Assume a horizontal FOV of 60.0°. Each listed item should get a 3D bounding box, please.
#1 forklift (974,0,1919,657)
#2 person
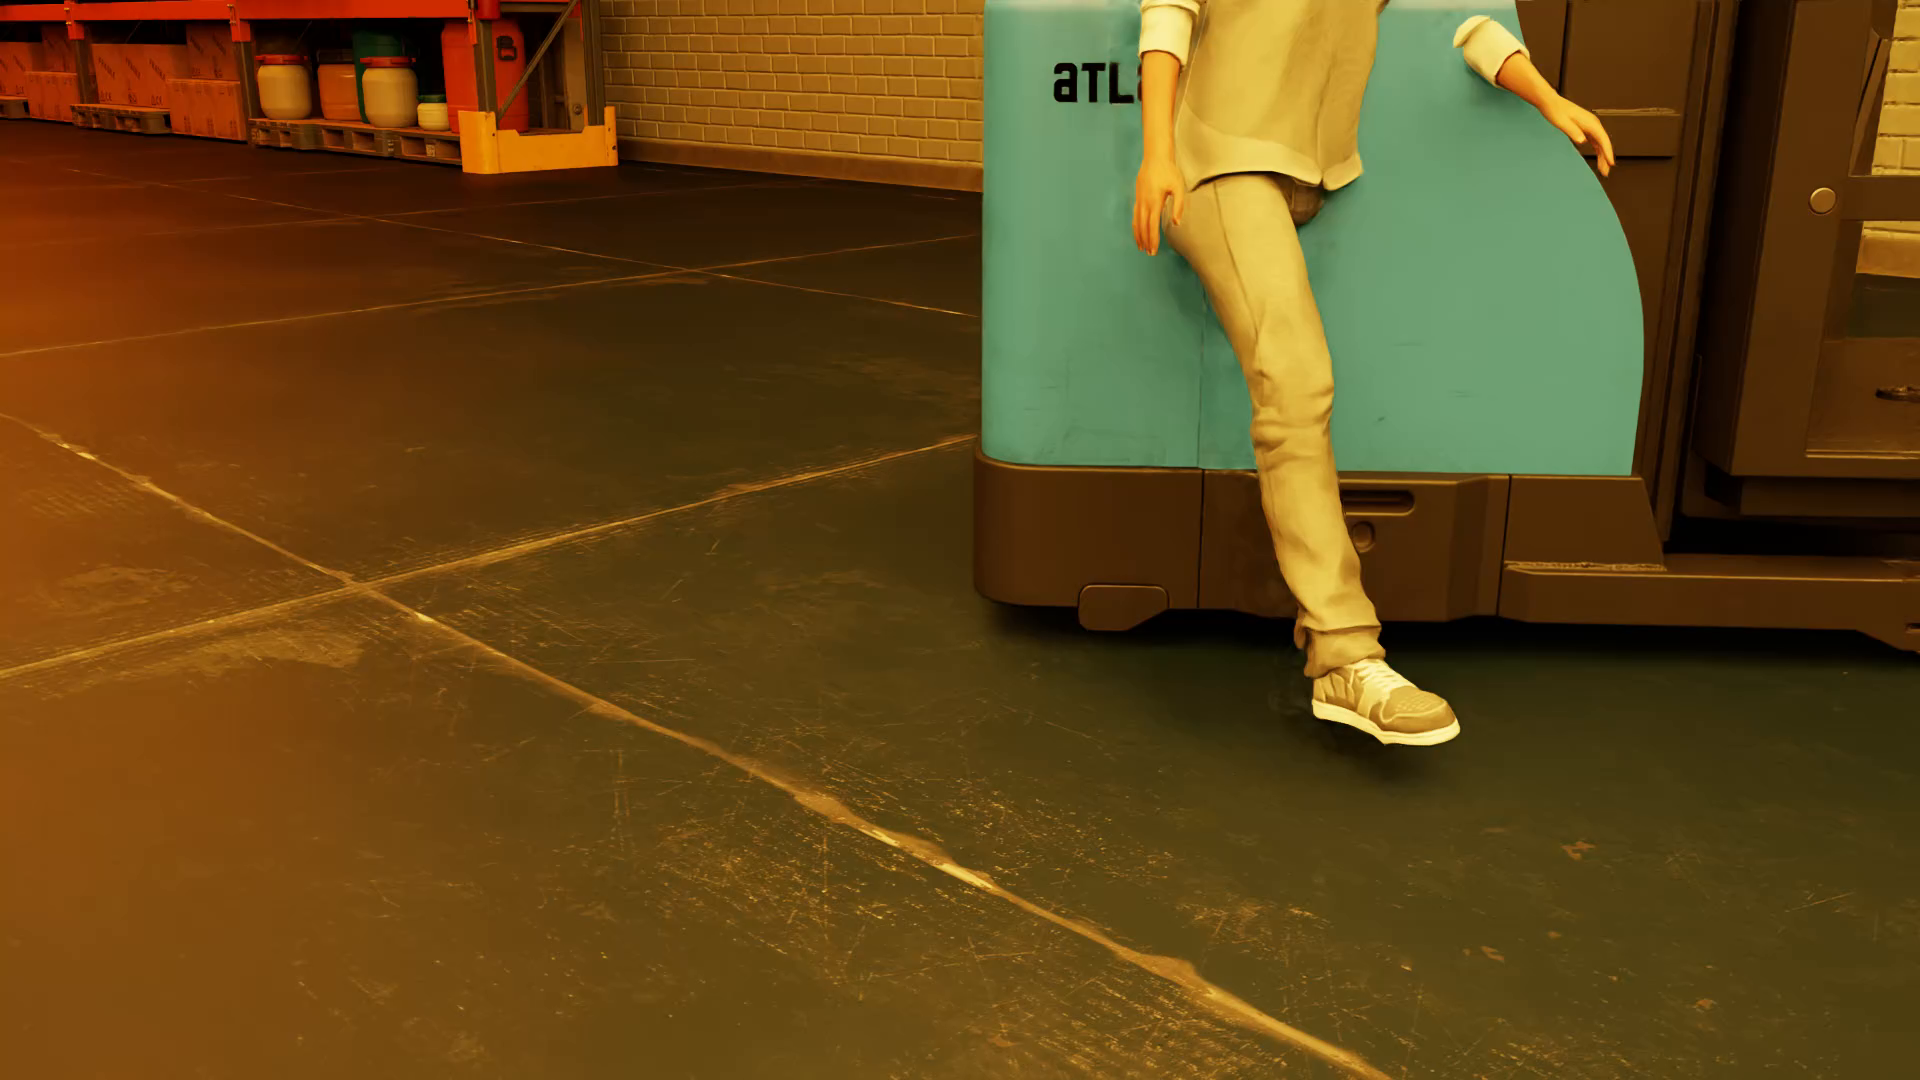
[{"bbox_3d":[1.564,-1.346,2.787,3.031,2.935,1.130,1,17,4],"label":"forklift"},{"bbox_3d":[0.588,-0.532,2.494,0.683,1.477,0.805,-16,23,-41],"label":"person"}]
